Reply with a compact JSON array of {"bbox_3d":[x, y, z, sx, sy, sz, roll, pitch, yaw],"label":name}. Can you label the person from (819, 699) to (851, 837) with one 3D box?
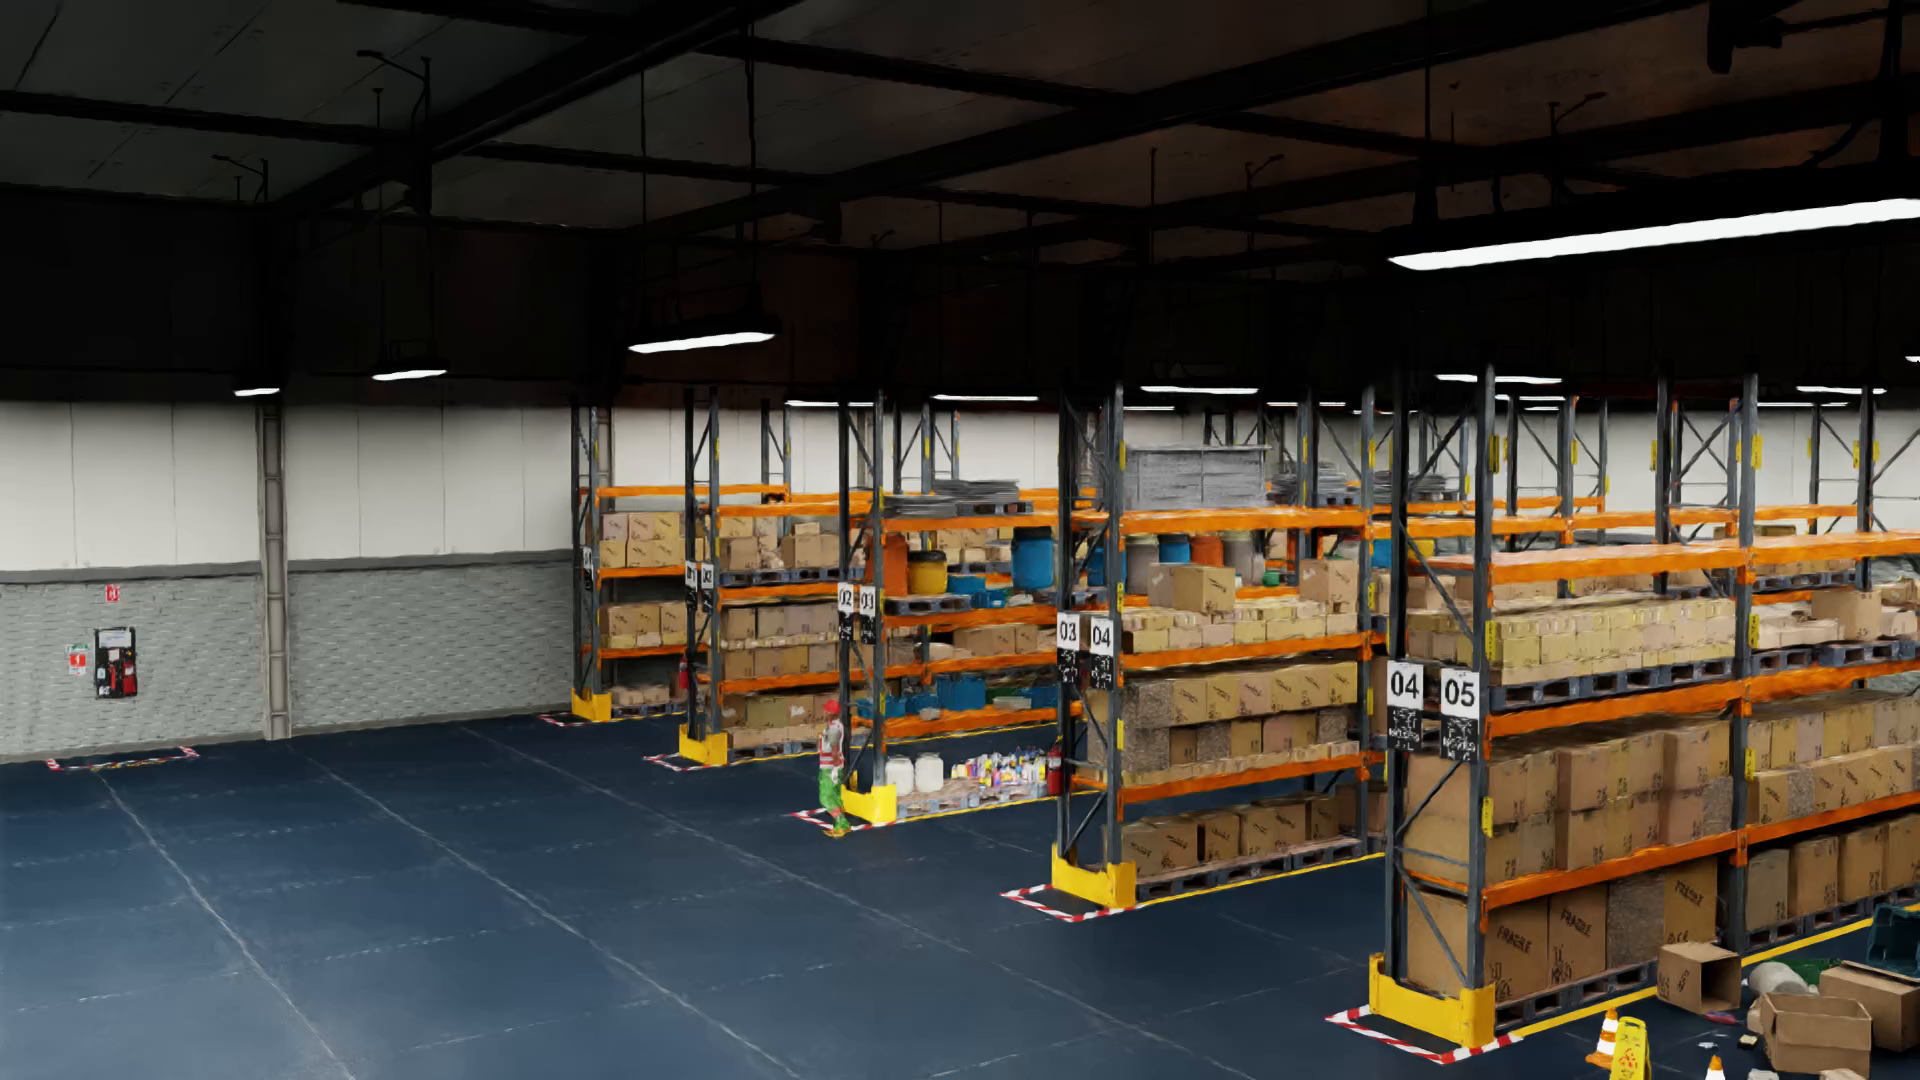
[{"bbox_3d":[-1.617,2.973,21.635,0.441,1.779,0.651,0,3,7],"label":"person"}]
